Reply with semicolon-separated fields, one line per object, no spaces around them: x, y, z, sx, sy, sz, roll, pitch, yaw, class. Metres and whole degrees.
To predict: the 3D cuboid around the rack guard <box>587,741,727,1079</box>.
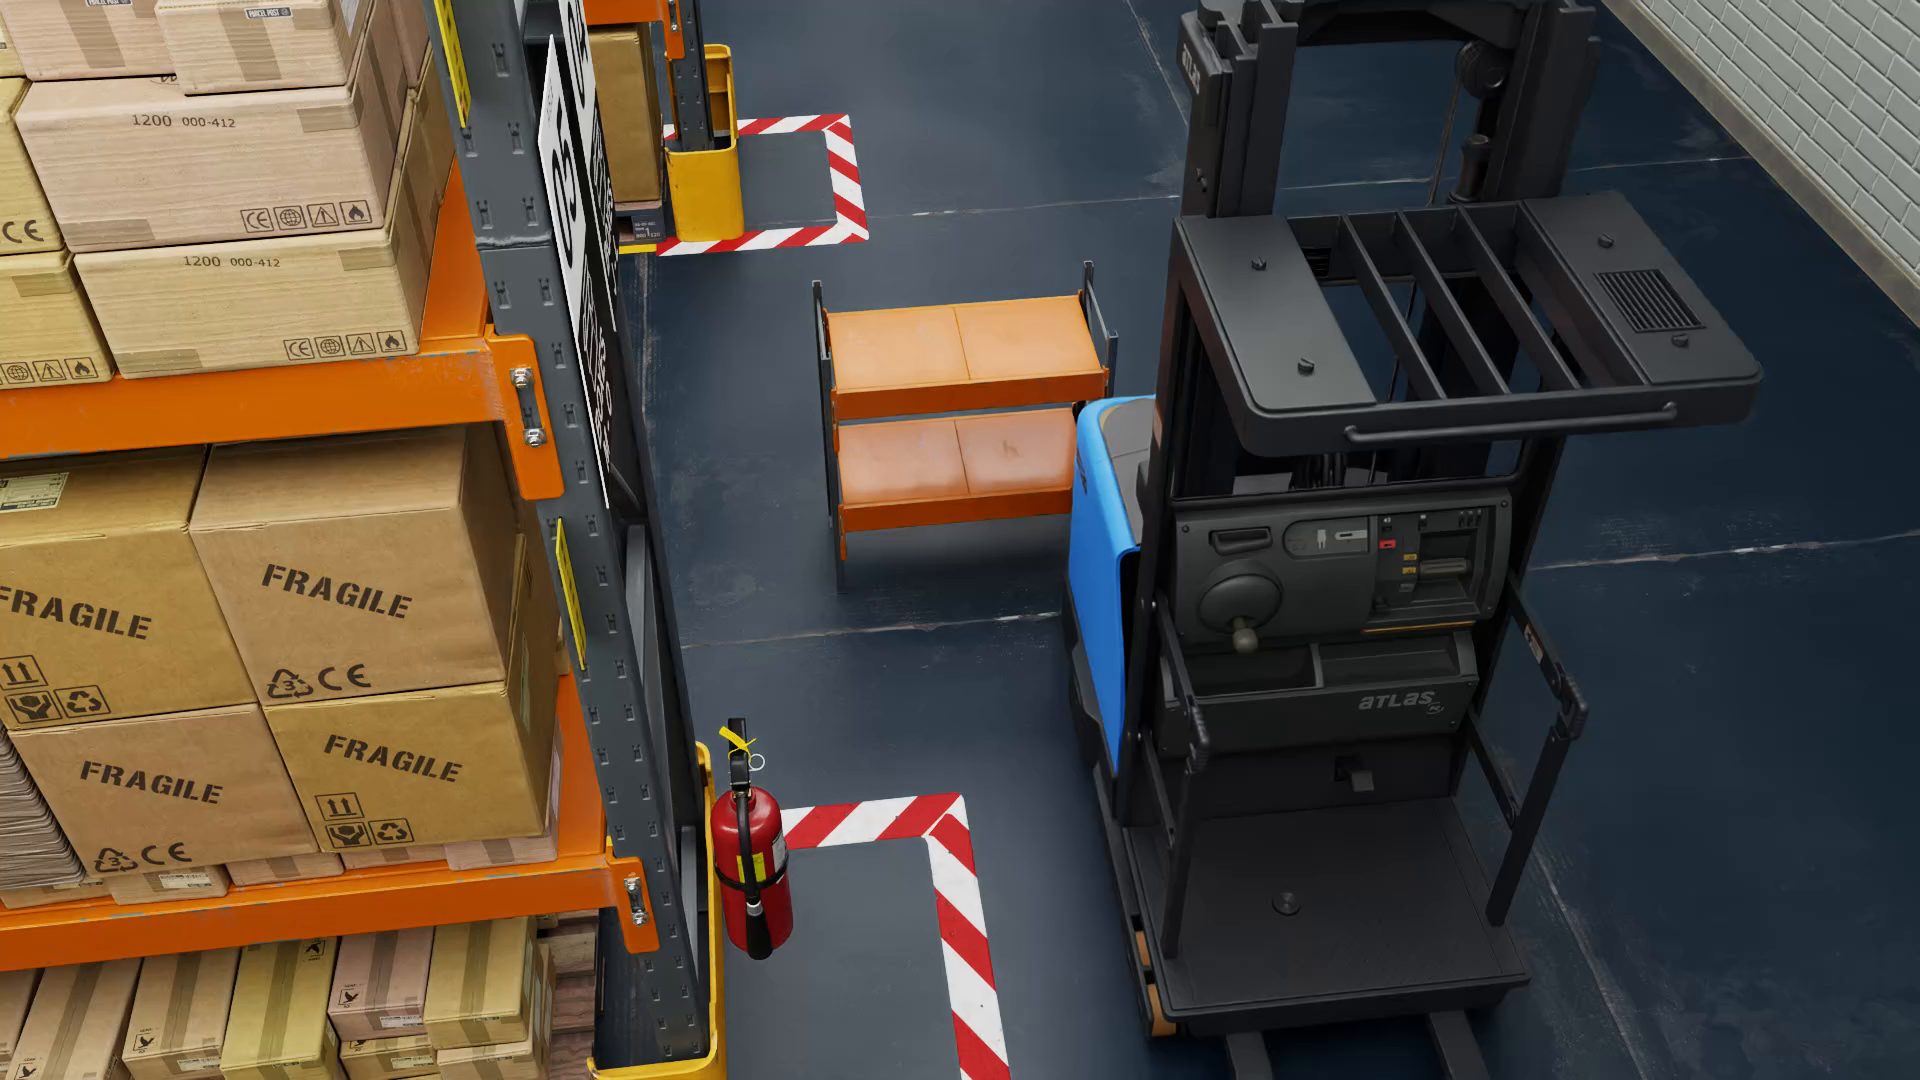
-0.895;1.222;5.022;0.348;0.500;1.175;-5;42;-6;rack guard

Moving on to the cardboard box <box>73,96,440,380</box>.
-1.237;-0.555;2.999;0.500;0.250;0.500;-6;42;-6;cardboard box

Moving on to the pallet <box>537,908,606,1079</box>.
-1.705;1.377;5.066;1.213;0.211;1.003;-5;42;-6;pallet

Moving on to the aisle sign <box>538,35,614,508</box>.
-0.708;-0.485;3.107;0.004;0.787;0.394;-5;42;-6;aisle sign

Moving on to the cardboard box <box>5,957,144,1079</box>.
-2.333;1.315;4.424;0.250;0.149;0.380;-4;42;-4;cardboard box

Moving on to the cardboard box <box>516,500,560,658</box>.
-1.301;-0.005;4.219;0.500;0.500;0.500;-3;42;-3;cardboard box

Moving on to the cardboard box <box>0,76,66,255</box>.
-1.750;-0.702;2.788;0.500;0.250;0.500;-6;42;-7;cardboard box

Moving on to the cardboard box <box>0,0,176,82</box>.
-1.366;-0.910;2.721;0.250;0.149;0.380;-4;42;-5;cardboard box

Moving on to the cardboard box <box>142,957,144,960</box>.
-2.402;1.057;4.931;0.250;0.149;0.380;-7;43;-8;cardboard box

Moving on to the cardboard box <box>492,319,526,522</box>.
-1.299;-0.369;3.876;0.500;0.500;0.500;-5;42;-6;cardboard box

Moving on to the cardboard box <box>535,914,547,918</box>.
-1.373;0.955;5.045;0.250;0.149;0.380;-3;42;-4;cardboard box

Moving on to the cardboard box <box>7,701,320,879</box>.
-1.743;0.391;3.780;0.500;0.500;0.500;-6;42;-6;cardboard box

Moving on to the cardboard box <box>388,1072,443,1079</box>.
-1.557;1.464;4.702;0.250;0.149;0.380;-4;42;-4;cardboard box

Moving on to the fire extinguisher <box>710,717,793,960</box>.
-0.510;0.739;4.027;0.183;0.674;0.296;-5;42;-6;fire extinguisher

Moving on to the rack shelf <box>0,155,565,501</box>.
-2.803;-0.386;3.235;4.000;0.370;1.077;-5;42;-6;rack shelf

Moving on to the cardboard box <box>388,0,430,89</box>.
-1.299;-1.090;3.218;0.500;0.250;0.500;-4;42;-5;cardboard box

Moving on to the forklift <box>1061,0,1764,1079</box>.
1.069;0.171;4.372;1.130;2.935;3.031;-4;42;-5;forklift

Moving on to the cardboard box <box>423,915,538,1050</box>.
-1.312;1.184;4.569;0.250;0.149;0.380;-5;42;-5;cardboard box

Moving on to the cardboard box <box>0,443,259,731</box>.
-1.744;0.018;3.448;0.500;0.500;0.500;-6;42;-7;cardboard box

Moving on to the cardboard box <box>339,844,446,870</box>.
-1.358;0.593;4.040;0.250;0.149;0.380;-5;42;-6;cardboard box

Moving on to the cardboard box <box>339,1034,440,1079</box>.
-1.572;1.302;4.660;0.250;0.149;0.380;-6;42;-7;cardboard box

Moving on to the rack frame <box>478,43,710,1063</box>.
-0.820;0.287;4.192;0.127;3.000;1.000;-5;42;-6;rack frame

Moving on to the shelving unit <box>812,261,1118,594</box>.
0.007;-0.418;6.374;1.048;1.125;0.538;-5;42;-6;shelving unit

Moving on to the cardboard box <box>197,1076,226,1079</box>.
-2.101;1.316;4.644;0.250;0.149;0.380;-5;42;-6;cardboard box

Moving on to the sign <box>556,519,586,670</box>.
-0.768;0.110;3.288;0.005;0.325;0.100;-5;42;-6;sign

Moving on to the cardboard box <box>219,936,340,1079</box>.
-1.809;1.274;4.469;0.250;0.149;0.380;-6;42;-6;cardboard box

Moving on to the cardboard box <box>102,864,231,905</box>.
-1.855;0.663;3.963;0.250;0.149;0.380;-4;42;-4;cardboard box

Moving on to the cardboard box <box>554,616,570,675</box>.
-1.184;0.191;4.486;0.250;0.149;0.380;-5;42;-6;cardboard box

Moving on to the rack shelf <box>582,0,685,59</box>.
-3.346;-2.575;7.902;4.000;0.370;1.077;-5;42;-6;rack shelf

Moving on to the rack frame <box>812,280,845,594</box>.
-0.497;-0.374;6.325;0.032;1.125;0.500;-5;42;-6;rack frame

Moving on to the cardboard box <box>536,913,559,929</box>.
-1.381;1.023;5.191;0.250;0.149;0.380;-4;42;-5;cardboard box

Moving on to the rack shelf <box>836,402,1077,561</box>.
0.007;-0.237;6.538;1.000;0.278;0.538;-5;42;-6;rack shelf
